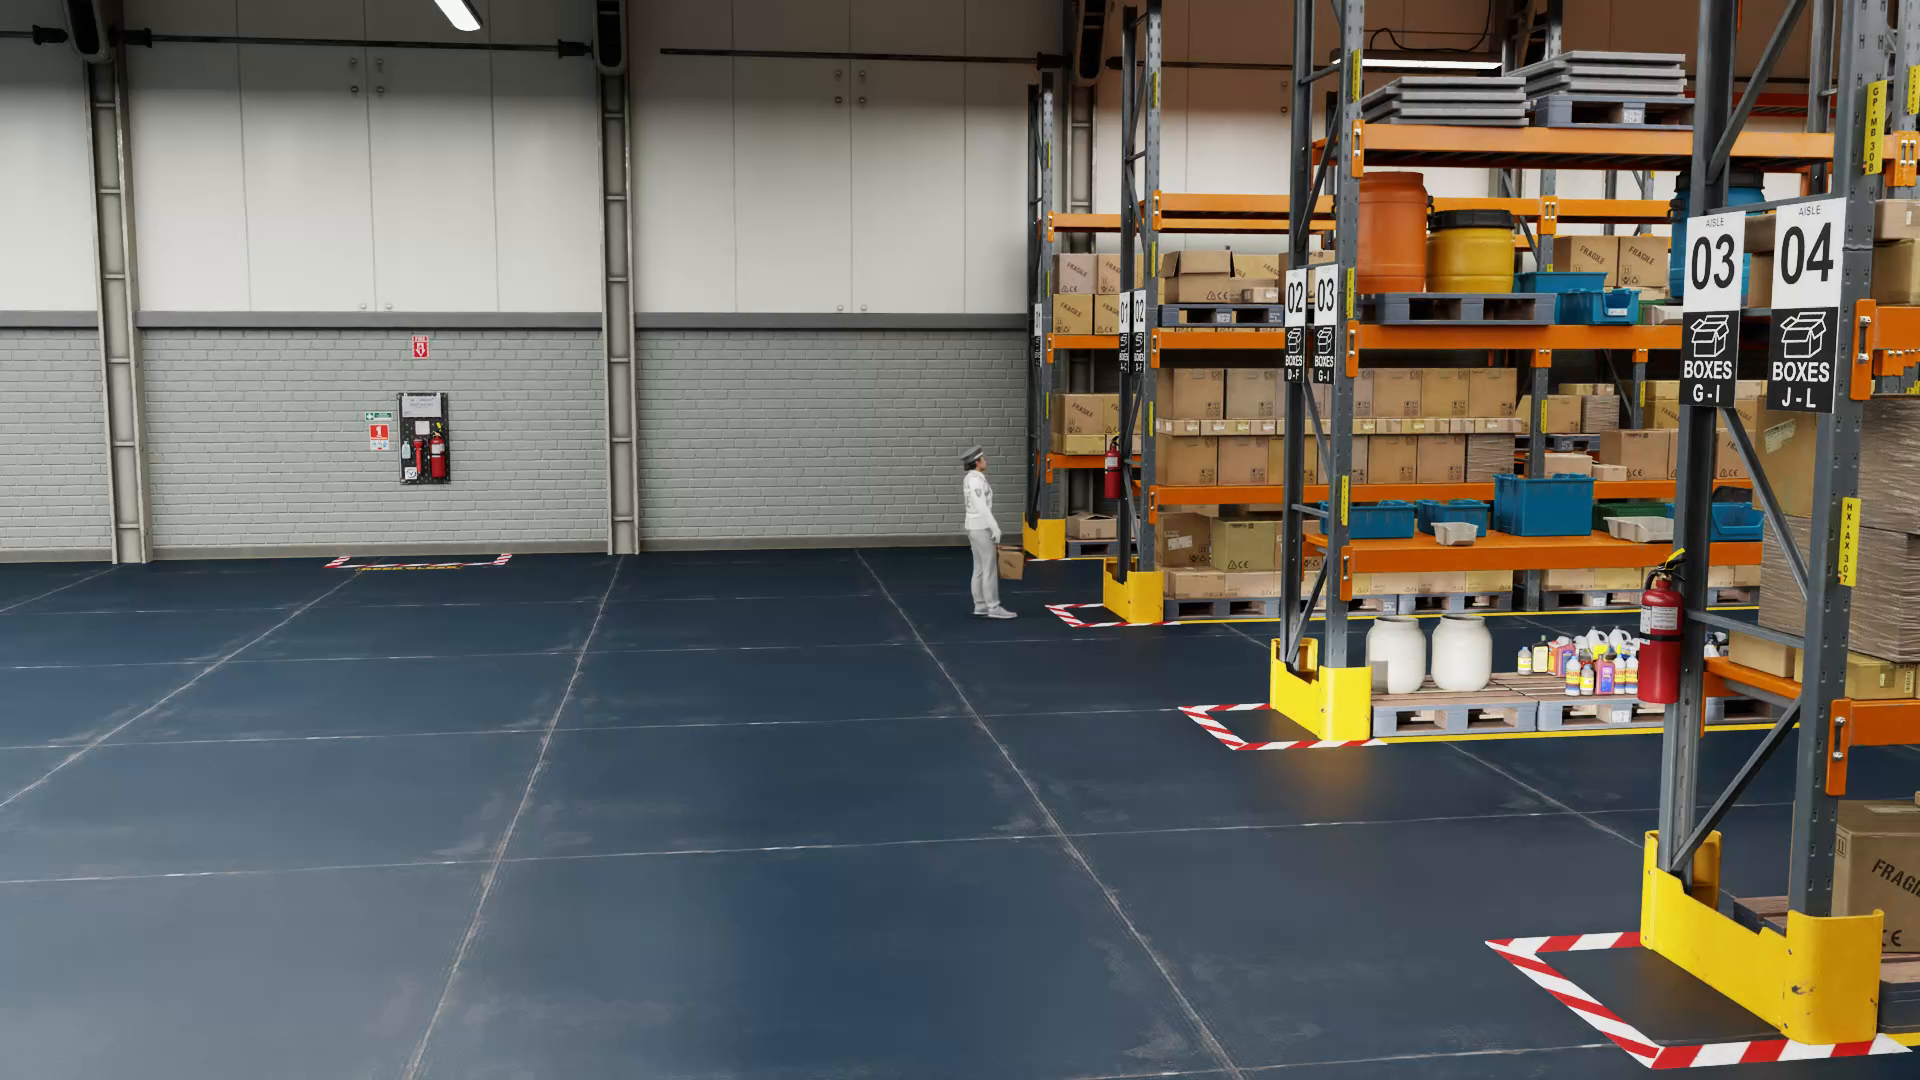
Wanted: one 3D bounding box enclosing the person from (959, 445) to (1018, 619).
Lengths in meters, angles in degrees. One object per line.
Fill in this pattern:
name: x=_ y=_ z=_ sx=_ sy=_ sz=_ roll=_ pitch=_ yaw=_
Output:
person: x=0.265 y=-0.094 z=16.429 sx=0.542 sy=1.697 sz=0.558 roll=-1 pitch=7 yaw=-9
